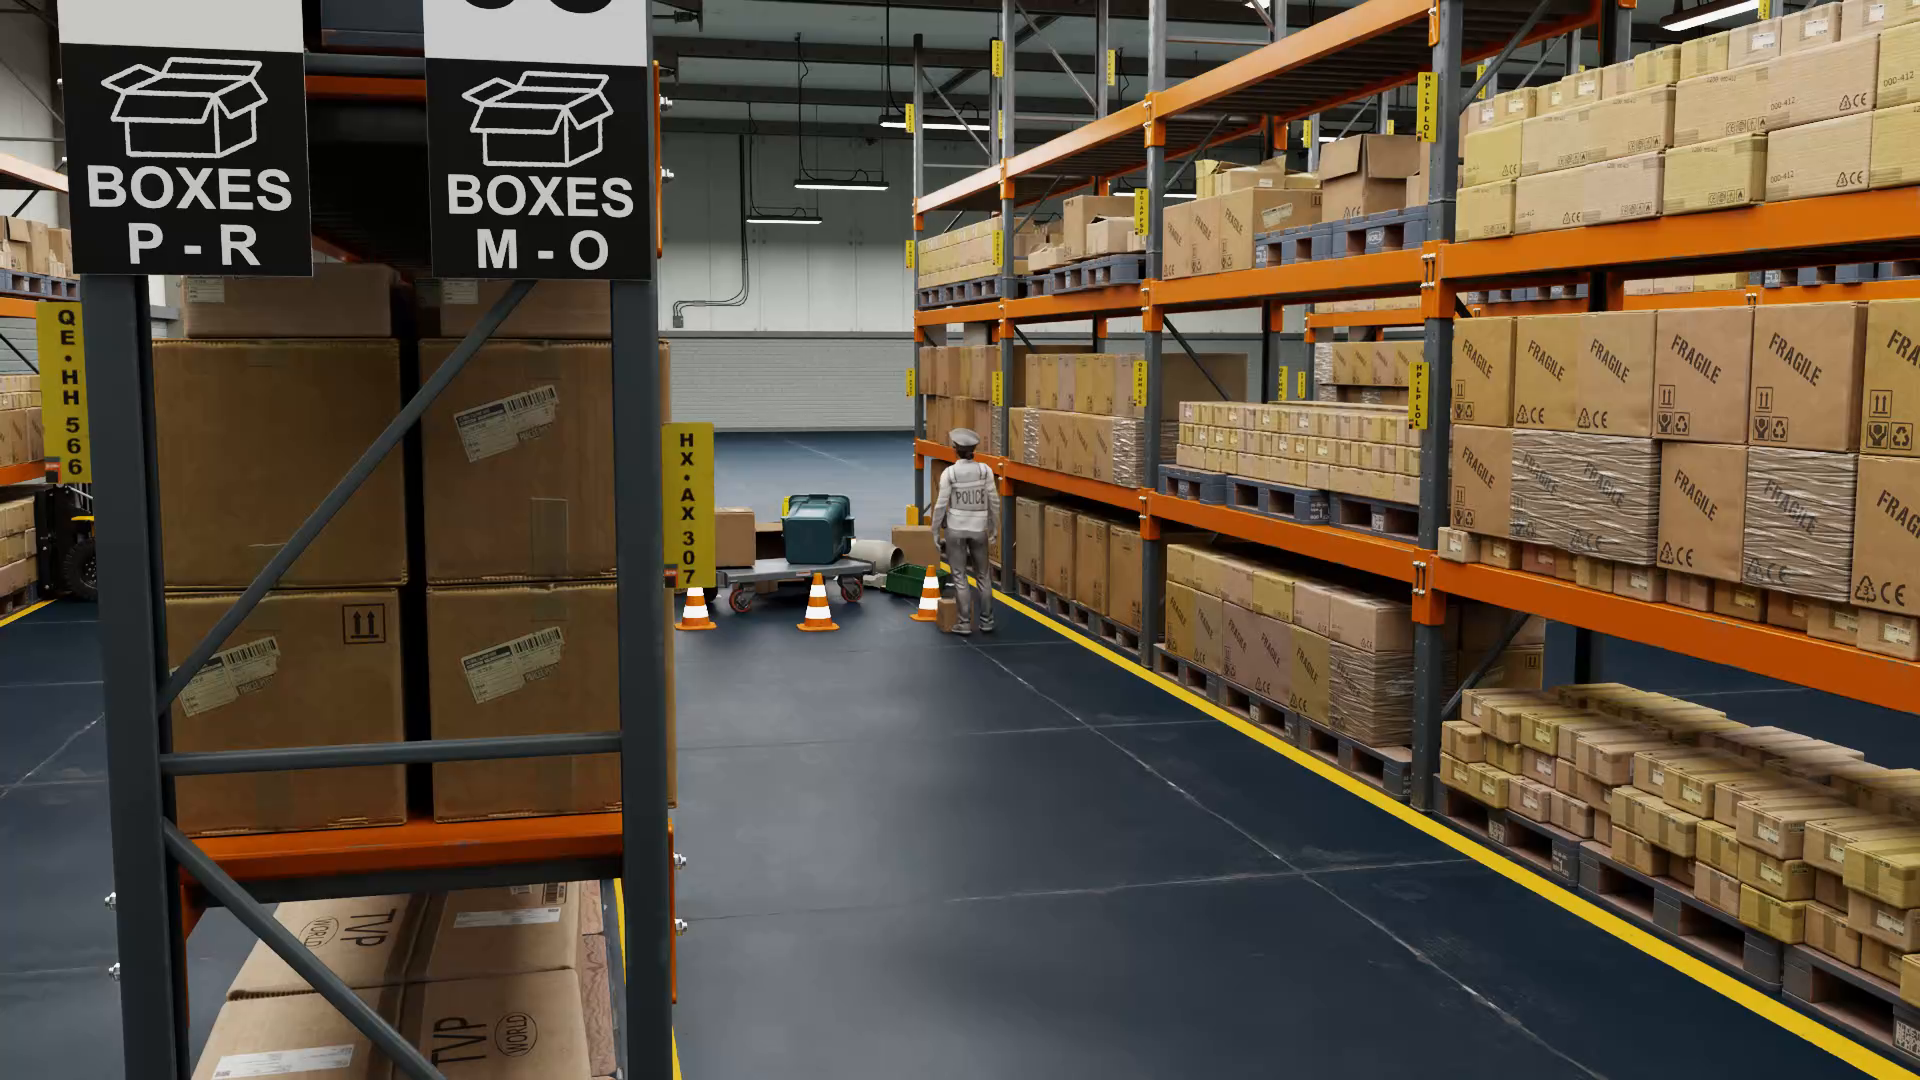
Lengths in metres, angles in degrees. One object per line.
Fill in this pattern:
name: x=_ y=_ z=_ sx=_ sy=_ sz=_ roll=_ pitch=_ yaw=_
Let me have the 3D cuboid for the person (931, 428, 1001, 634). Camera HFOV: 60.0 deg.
person: x=0.039 y=-0.074 z=13.624 sx=0.586 sy=1.695 sz=0.532 roll=-2 pitch=6 yaw=-14
